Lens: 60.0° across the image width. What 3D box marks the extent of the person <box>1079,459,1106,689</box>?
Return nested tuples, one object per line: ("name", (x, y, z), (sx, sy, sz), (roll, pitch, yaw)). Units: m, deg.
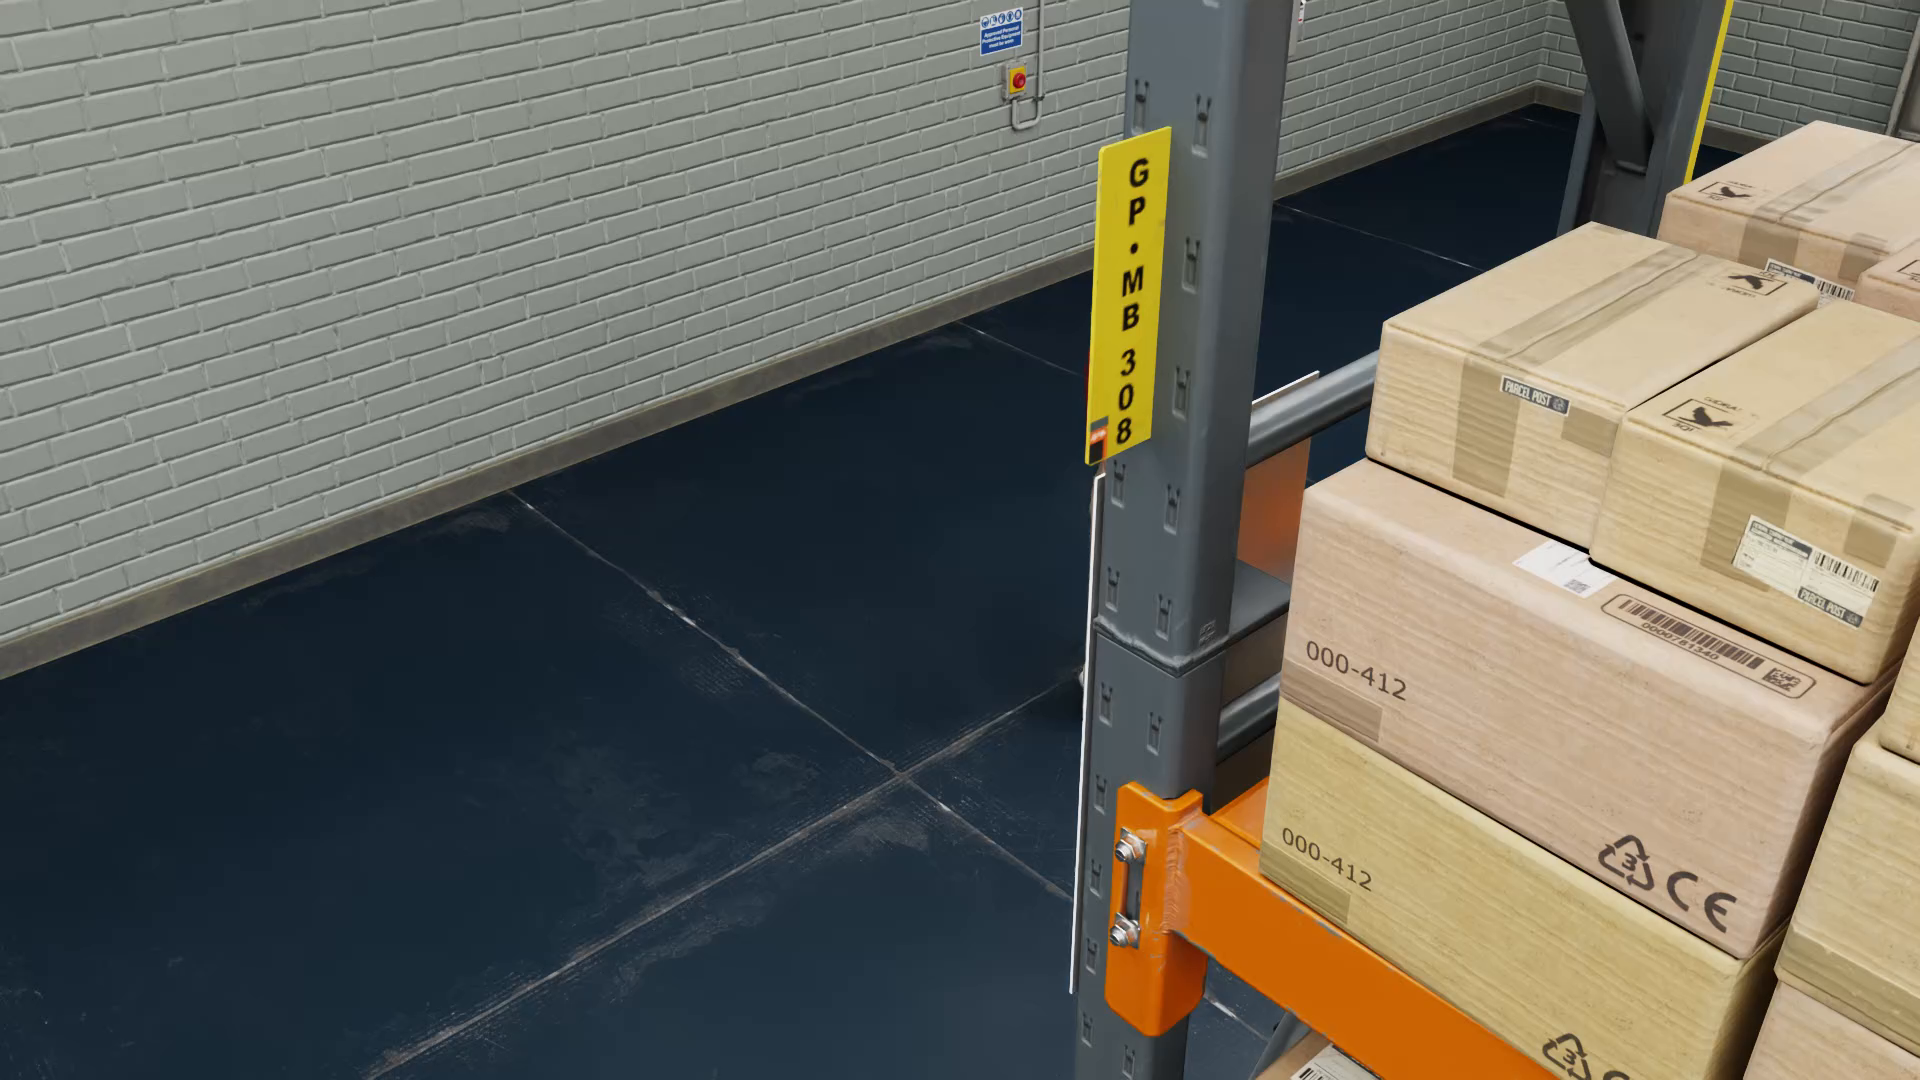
("person", (0.695, -0.124, 6.395), (0.387, 1.790, 0.561), (5, 32, 8))
